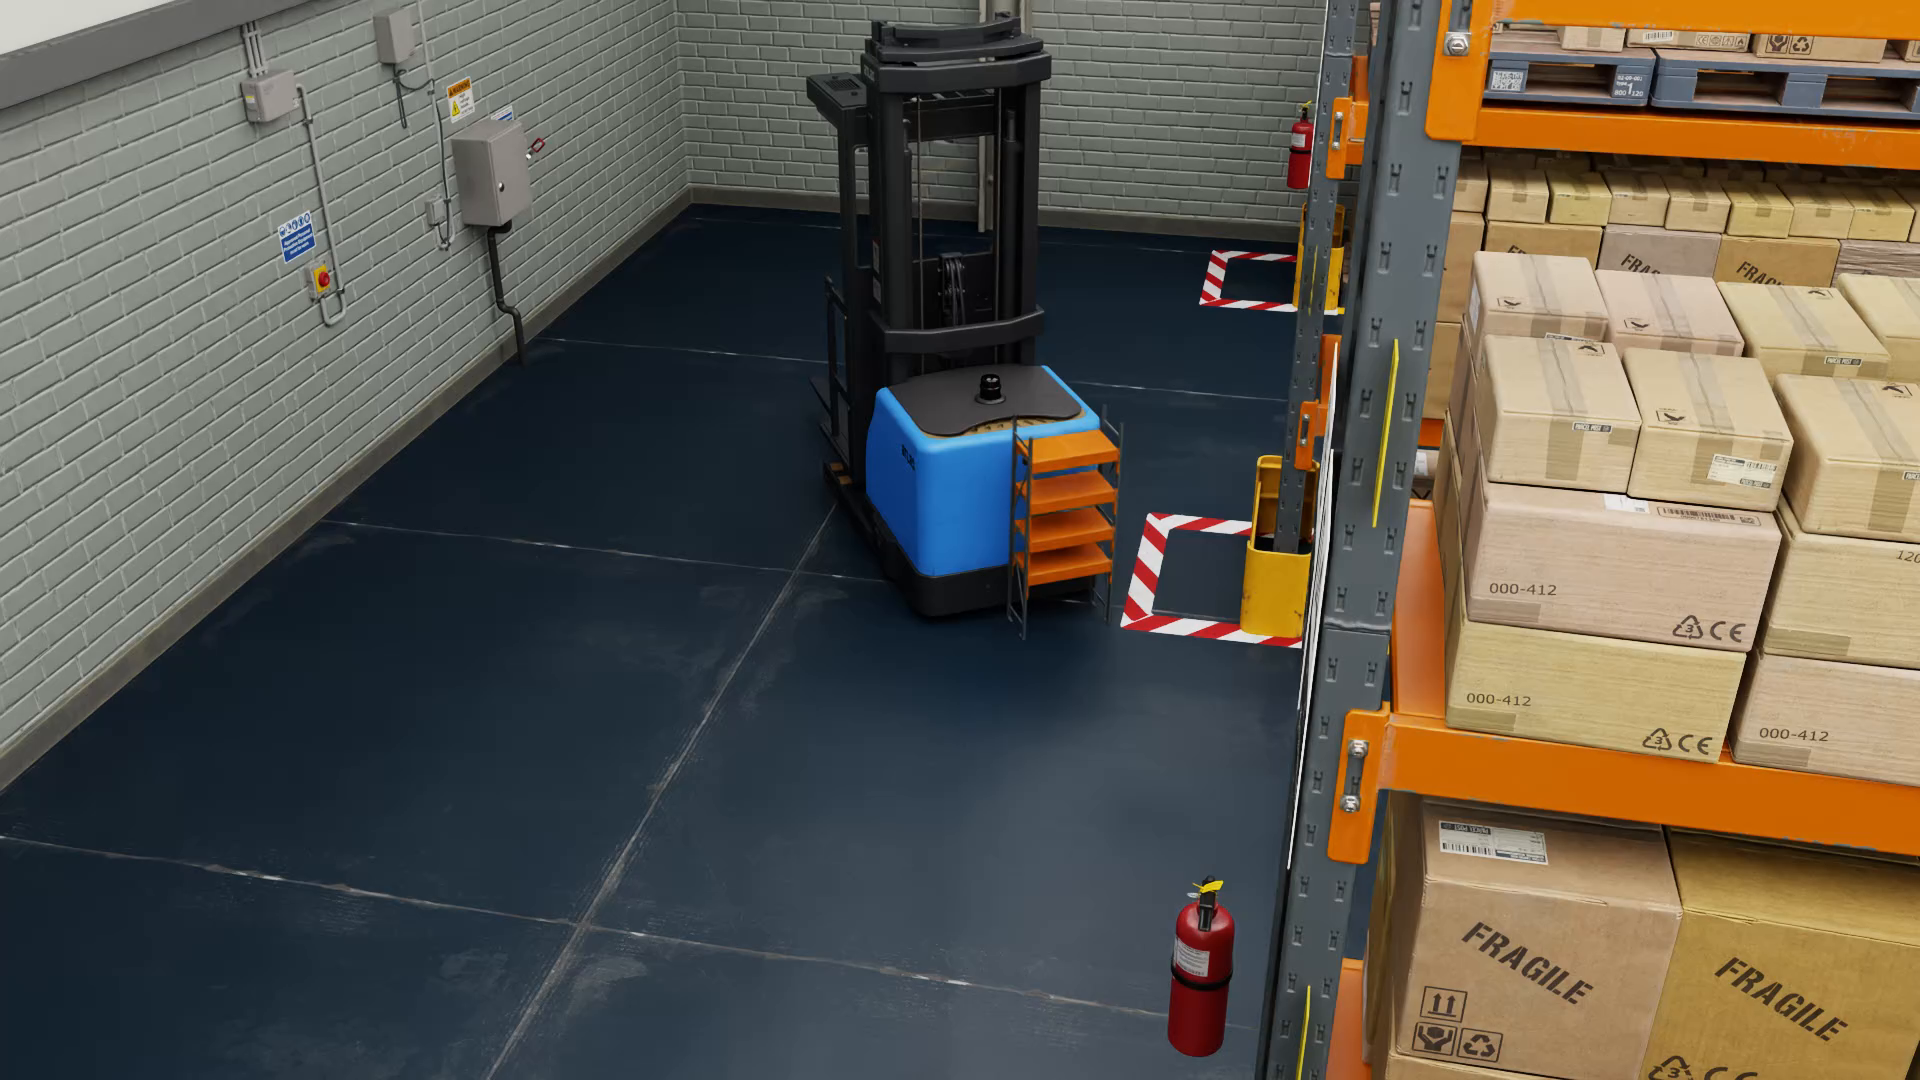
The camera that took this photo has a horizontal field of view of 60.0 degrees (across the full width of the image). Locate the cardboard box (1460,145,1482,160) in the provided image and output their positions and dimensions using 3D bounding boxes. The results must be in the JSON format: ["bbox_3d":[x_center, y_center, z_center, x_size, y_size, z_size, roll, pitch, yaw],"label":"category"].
[{"bbox_3d":[2.444,-1.888,8.255,0.250,0.149,0.380,6,29,11],"label":"cardboard box"}]

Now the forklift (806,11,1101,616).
[{"bbox_3d":[-0.207,-1.571,9.568,1.130,2.935,3.031,-10,30,-17],"label":"forklift"}]

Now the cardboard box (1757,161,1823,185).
[{"bbox_3d":[3.970,-1.758,8.017,0.250,0.149,0.380,6,29,11],"label":"cardboard box"}]

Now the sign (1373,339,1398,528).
[{"bbox_3d":[0.750,-0.187,2.934,0.005,0.325,0.100,6,29,11],"label":"sign"}]

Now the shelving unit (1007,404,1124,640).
[{"bbox_3d":[0.536,-0.084,8.643,0.503,1.200,0.258,-10,32,-17],"label":"shelving unit"}]

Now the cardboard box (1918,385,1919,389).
[{"bbox_3d":[1.866,-0.127,2.955,0.250,0.149,0.380,6,29,11],"label":"cardboard box"}]

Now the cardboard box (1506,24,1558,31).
[{"bbox_3d":[2.684,-2.504,7.796,0.250,0.149,0.380,4,29,7],"label":"cardboard box"}]

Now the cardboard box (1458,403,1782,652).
[{"bbox_3d":[1.248,-0.045,3.220,0.500,0.250,0.500,6,29,11],"label":"cardboard box"}]

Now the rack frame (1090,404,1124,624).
[{"bbox_3d":[0.766,-0.123,8.714,0.015,1.200,0.240,-10,32,-17],"label":"rack frame"}]

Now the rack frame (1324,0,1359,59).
[{"bbox_3d":[1.798,-3.709,7.154,0.127,3.000,1.000,6,29,11],"label":"rack frame"}]

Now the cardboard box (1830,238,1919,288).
[{"bbox_3d":[4.196,-1.178,7.632,0.500,0.500,0.500,6,29,11],"label":"cardboard box"}]

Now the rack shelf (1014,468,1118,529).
[{"bbox_3d":[0.538,-0.218,8.564,0.480,0.148,0.258,-10,32,-17],"label":"rack shelf"}]

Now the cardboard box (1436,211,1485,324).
[{"bbox_3d":[2.208,-1.378,7.998,0.500,0.500,0.500,5,29,9],"label":"cardboard box"}]

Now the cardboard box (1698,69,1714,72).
[{"bbox_3d":[5.342,-3.676,12.406,0.500,0.500,0.500,5,29,9],"label":"cardboard box"}]

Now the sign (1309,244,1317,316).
[{"bbox_3d":[1.676,-1.232,7.893,0.005,0.325,0.100,6,29,11],"label":"sign"}]

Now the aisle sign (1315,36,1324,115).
[{"bbox_3d":[1.792,-2.371,8.249,0.004,0.787,0.394,6,29,11],"label":"aisle sign"}]

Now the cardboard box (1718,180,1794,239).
[{"bbox_3d":[3.595,-1.503,7.552,0.250,0.149,0.380,5,29,9],"label":"cardboard box"}]

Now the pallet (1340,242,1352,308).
[{"bbox_3d":[3.685,-2.099,13.364,1.213,0.211,1.003,6,29,11],"label":"pallet"}]

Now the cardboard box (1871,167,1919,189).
[{"bbox_3d":[4.458,-1.715,7.938,0.250,0.149,0.380,5,29,9],"label":"cardboard box"}]

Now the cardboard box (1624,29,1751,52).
[{"bbox_3d":[3.251,-2.409,7.454,0.500,0.311,0.500,6,29,11],"label":"cardboard box"}]

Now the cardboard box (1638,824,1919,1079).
[{"bbox_3d":[1.742,0.862,3.597,0.500,0.500,0.500,7,29,12],"label":"cardboard box"}]

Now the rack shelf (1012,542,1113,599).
[{"bbox_3d":[0.533,0.145,8.779,0.480,0.148,0.258,-10,32,-17],"label":"rack shelf"}]

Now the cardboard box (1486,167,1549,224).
[{"bbox_3d":[2.589,-1.606,7.739,0.250,0.149,0.380,7,29,12],"label":"cardboard box"}]

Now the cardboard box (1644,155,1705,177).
[{"bbox_3d":[3.450,-1.800,8.094,0.250,0.149,0.380,7,29,12],"label":"cardboard box"}]

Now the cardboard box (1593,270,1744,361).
[{"bbox_3d":[1.475,-0.431,3.510,0.250,0.149,0.380,6,29,11],"label":"cardboard box"}]

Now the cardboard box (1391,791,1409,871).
[{"bbox_3d":[1.363,0.574,4.124,0.500,0.500,0.500,5,29,10],"label":"cardboard box"}]

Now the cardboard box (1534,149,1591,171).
[{"bbox_3d":[2.952,-1.857,8.198,0.250,0.149,0.380,7,29,12],"label":"cardboard box"}]

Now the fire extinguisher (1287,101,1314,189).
[{"bbox_3d":[2.590,-3.009,12.592,0.183,0.674,0.296,6,29,11],"label":"fire extinguisher"}]

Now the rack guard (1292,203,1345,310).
[{"bbox_3d":[2.905,-2.305,13.439,0.348,0.500,1.175,6,29,11],"label":"rack guard"}]

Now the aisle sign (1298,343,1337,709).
[{"bbox_3d":[0.854,-0.031,3.976,0.004,0.787,0.394,6,29,11],"label":"aisle sign"}]

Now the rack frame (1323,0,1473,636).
[{"bbox_3d":[0.863,-1.374,2.889,0.127,3.000,1.000,6,29,11],"label":"rack frame"}]

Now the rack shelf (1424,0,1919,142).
[{"bbox_3d":[2.819,-0.857,2.696,4.000,0.370,1.077,6,29,11],"label":"rack shelf"}]

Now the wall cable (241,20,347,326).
[{"bbox_3d":[-3.721,-2.091,9.356,0.123,1.953,0.585,6,29,11],"label":"wall cable"}]

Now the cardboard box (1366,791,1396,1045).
[{"bbox_3d":[1.356,1.007,4.373,0.500,0.500,0.500,6,29,12],"label":"cardboard box"}]

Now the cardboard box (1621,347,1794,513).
[{"bbox_3d":[1.378,-0.213,3.113,0.250,0.149,0.380,7,29,13],"label":"cardboard box"}]

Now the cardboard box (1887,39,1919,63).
[{"bbox_3d":[4.384,-2.386,7.211,0.637,0.503,0.797,8,30,14],"label":"cardboard box"}]

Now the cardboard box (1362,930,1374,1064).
[{"bbox_3d":[1.241,1.268,4.573,0.250,0.149,0.380,6,29,11],"label":"cardboard box"}]

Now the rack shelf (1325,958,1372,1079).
[{"bbox_3d":[2.819,1.773,4.136,4.000,0.370,1.077,6,29,11],"label":"rack shelf"}]

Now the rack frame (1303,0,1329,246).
[{"bbox_3d":[2.831,-3.409,12.853,0.127,3.000,1.000,6,29,11],"label":"rack frame"}]

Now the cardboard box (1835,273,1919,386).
[{"bbox_3d":[2.002,-0.420,3.490,0.250,0.149,0.380,6,29,11],"label":"cardboard box"}]

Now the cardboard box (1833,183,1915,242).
[{"bbox_3d":[4.105,-1.483,7.514,0.250,0.149,0.380,5,29,9],"label":"cardboard box"}]

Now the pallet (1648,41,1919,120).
[{"bbox_3d":[3.722,-2.163,7.547,1.213,0.211,1.003,6,29,11],"label":"pallet"}]

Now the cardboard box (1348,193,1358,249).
[{"bbox_3d":[3.409,-2.392,13.158,0.637,0.503,0.797,5,29,9],"label":"cardboard box"}]

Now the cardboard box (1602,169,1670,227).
[{"bbox_3d":[3.118,-1.587,7.704,0.250,0.149,0.380,6,29,11],"label":"cardboard box"}]

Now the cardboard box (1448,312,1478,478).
[{"bbox_3d":[1.367,-0.285,3.659,0.500,0.250,0.500,5,29,9],"label":"cardboard box"}]

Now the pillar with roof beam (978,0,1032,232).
[{"bbox_3d":[-0.517,-4.712,8.987,0.400,9.000,9.100,6,29,11],"label":"pillar with roof beam"}]

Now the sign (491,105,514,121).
[{"bbox_3d":[-3.239,-2.815,11.867,0.001,0.494,0.329,6,29,11],"label":"sign"}]

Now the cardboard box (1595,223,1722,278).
[{"bbox_3d":[3.220,-1.281,7.822,0.500,0.500,0.500,6,29,10],"label":"cardboard box"}]

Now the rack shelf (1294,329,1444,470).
[{"bbox_3d":[3.754,-0.561,8.401,4.000,0.370,1.077,6,29,11],"label":"rack shelf"}]

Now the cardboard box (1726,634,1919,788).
[{"bbox_3d":[1.763,0.227,3.244,0.500,0.250,0.500,7,29,12],"label":"cardboard box"}]
